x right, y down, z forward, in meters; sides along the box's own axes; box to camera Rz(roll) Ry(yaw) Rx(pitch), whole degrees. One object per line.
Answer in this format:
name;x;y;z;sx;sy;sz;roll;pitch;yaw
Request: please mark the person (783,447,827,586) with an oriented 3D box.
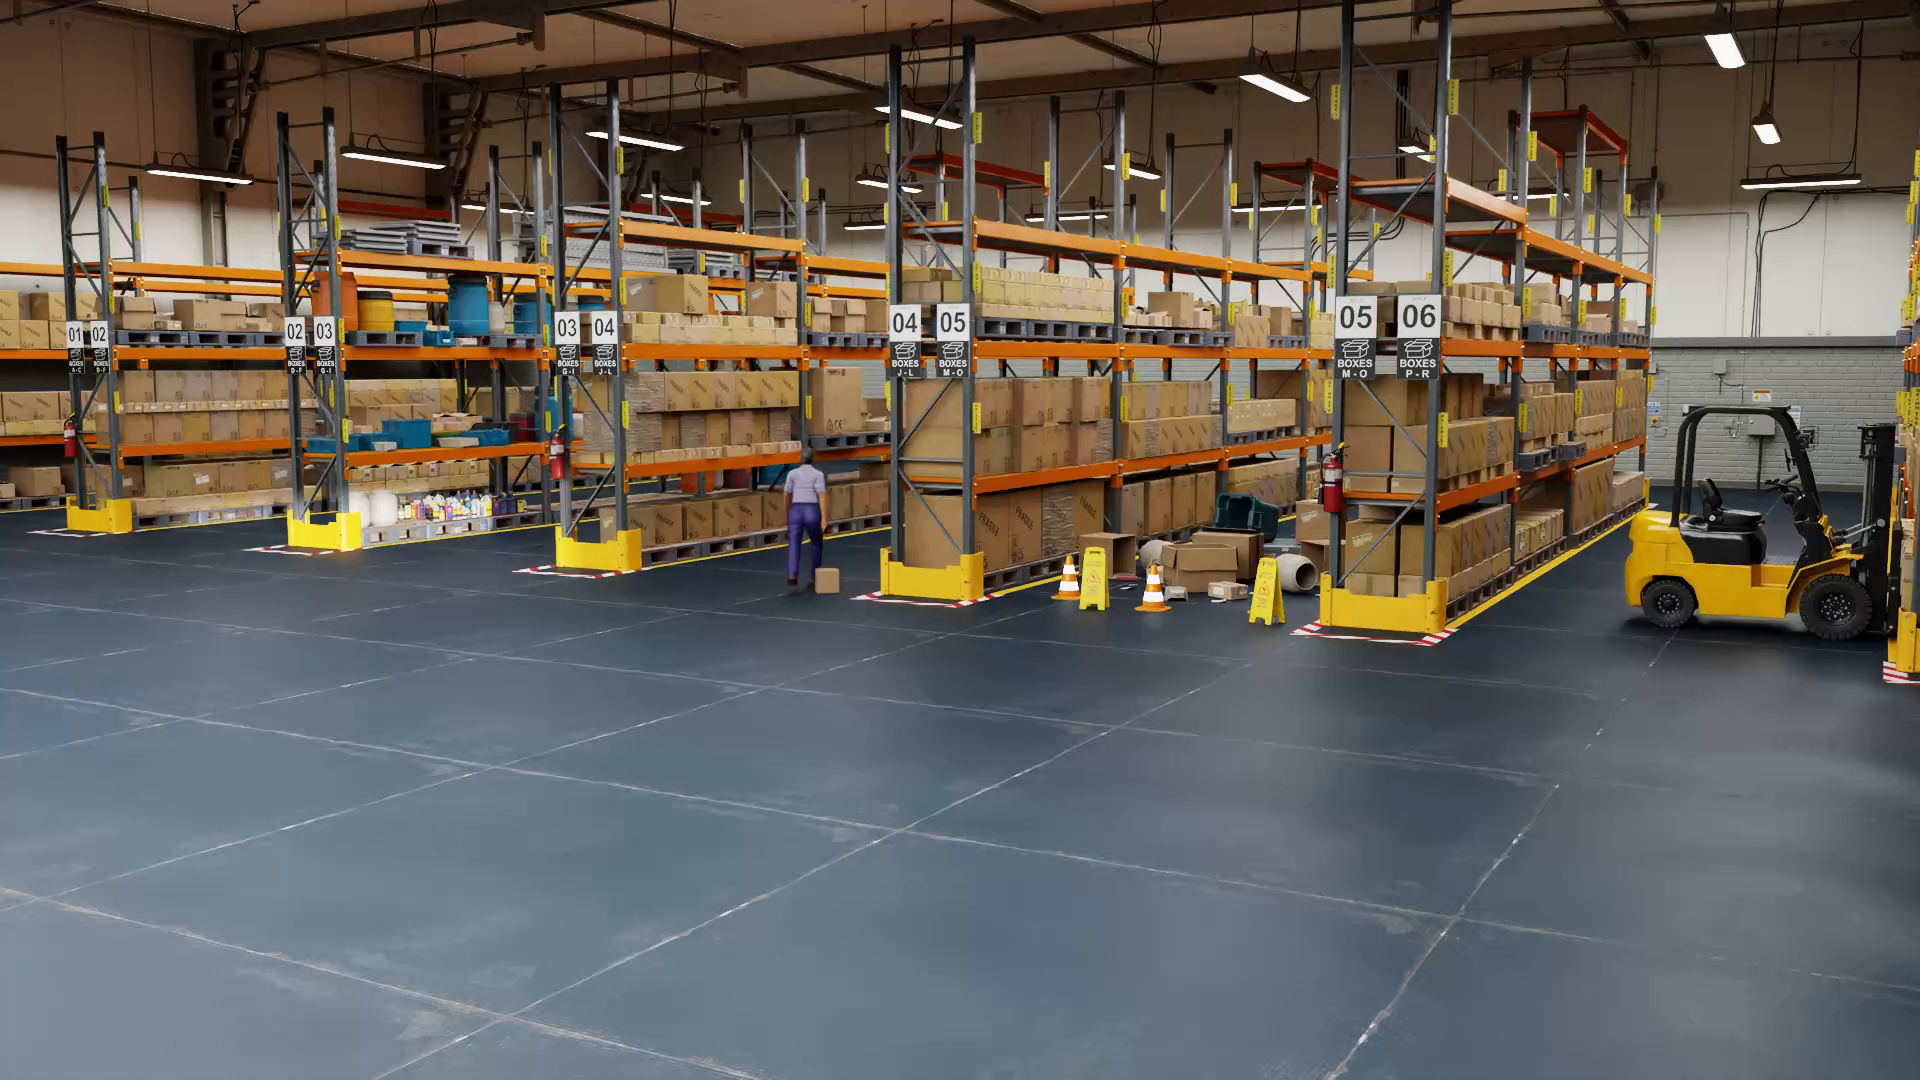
person;-1.768;-0.262;18.957;0.526;1.587;1.068;0;6;1
